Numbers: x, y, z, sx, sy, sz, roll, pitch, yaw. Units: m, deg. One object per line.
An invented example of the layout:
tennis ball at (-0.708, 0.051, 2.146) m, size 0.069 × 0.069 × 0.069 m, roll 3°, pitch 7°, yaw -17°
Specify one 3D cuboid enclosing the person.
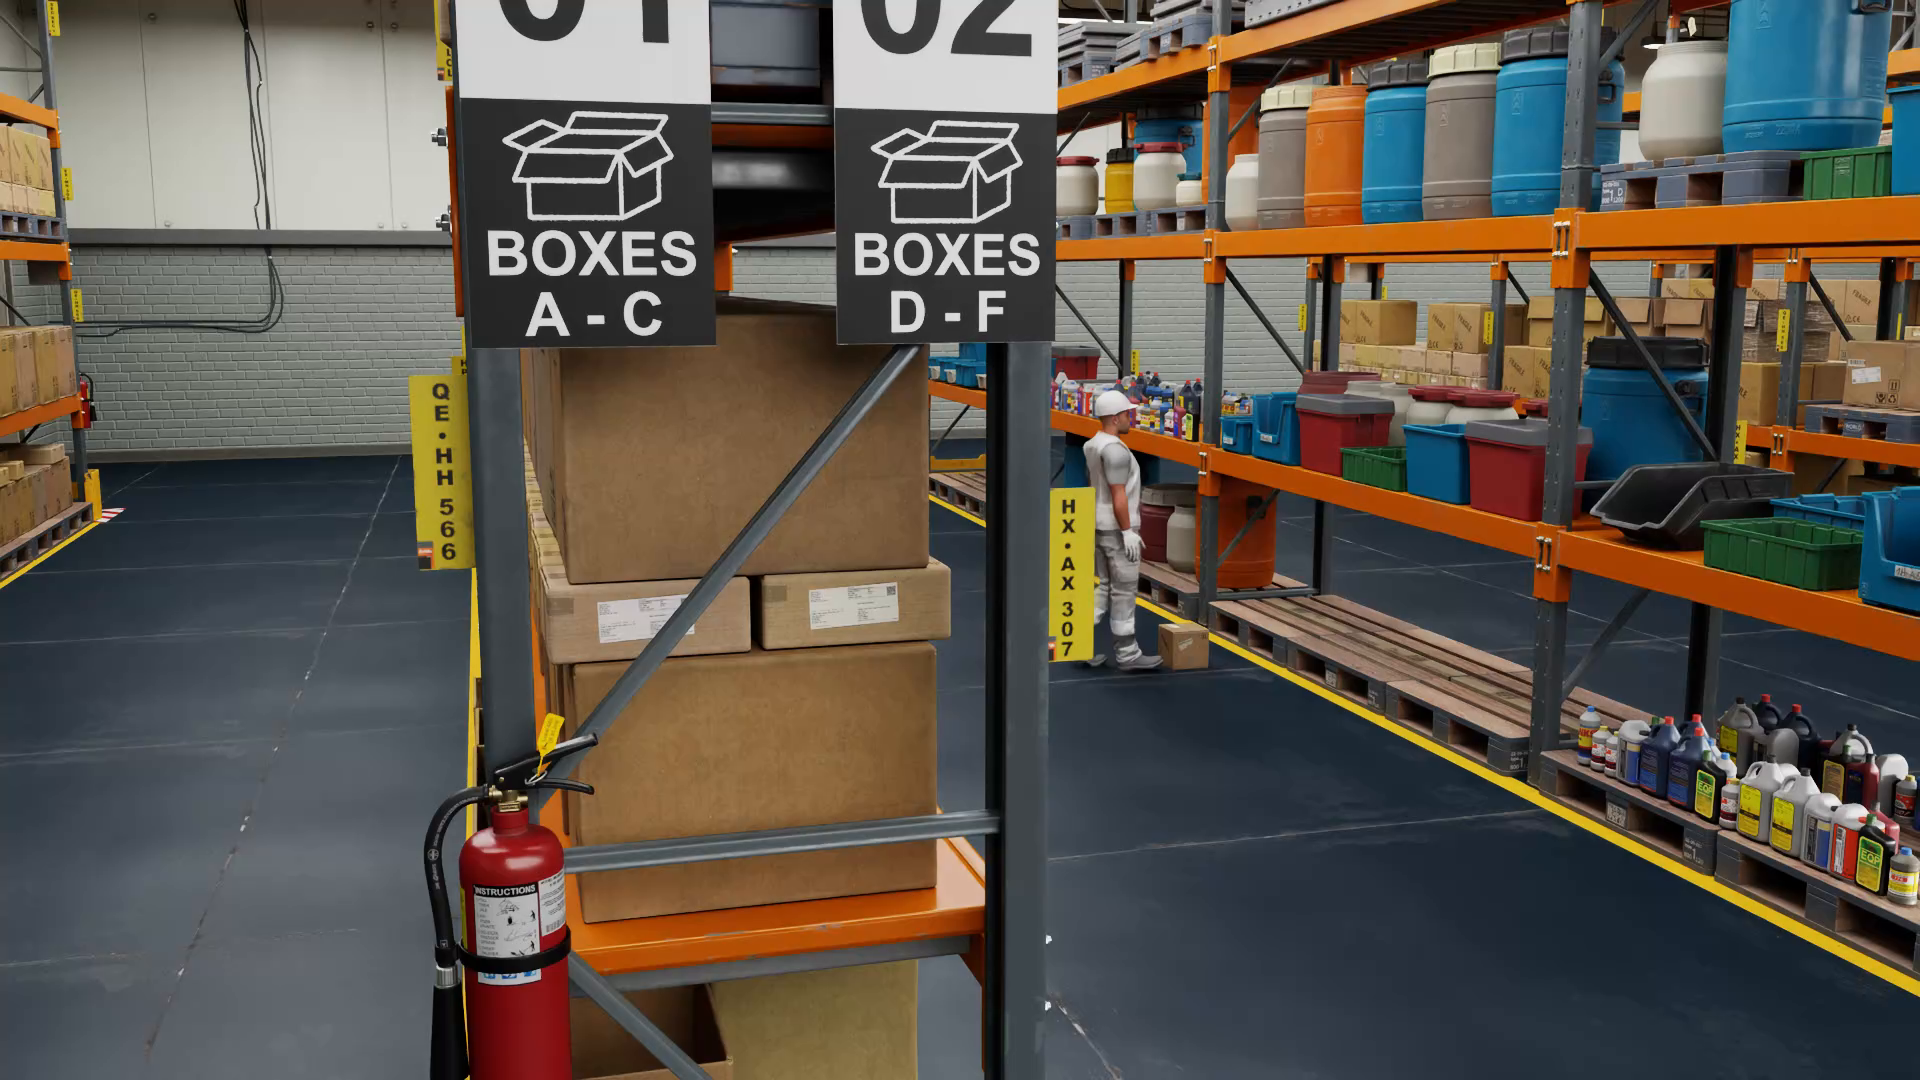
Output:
person at (1.002, -0.051, 10.574) m, size 0.609 × 1.795 × 0.567 m, roll -2°, pitch 9°, yaw -10°
